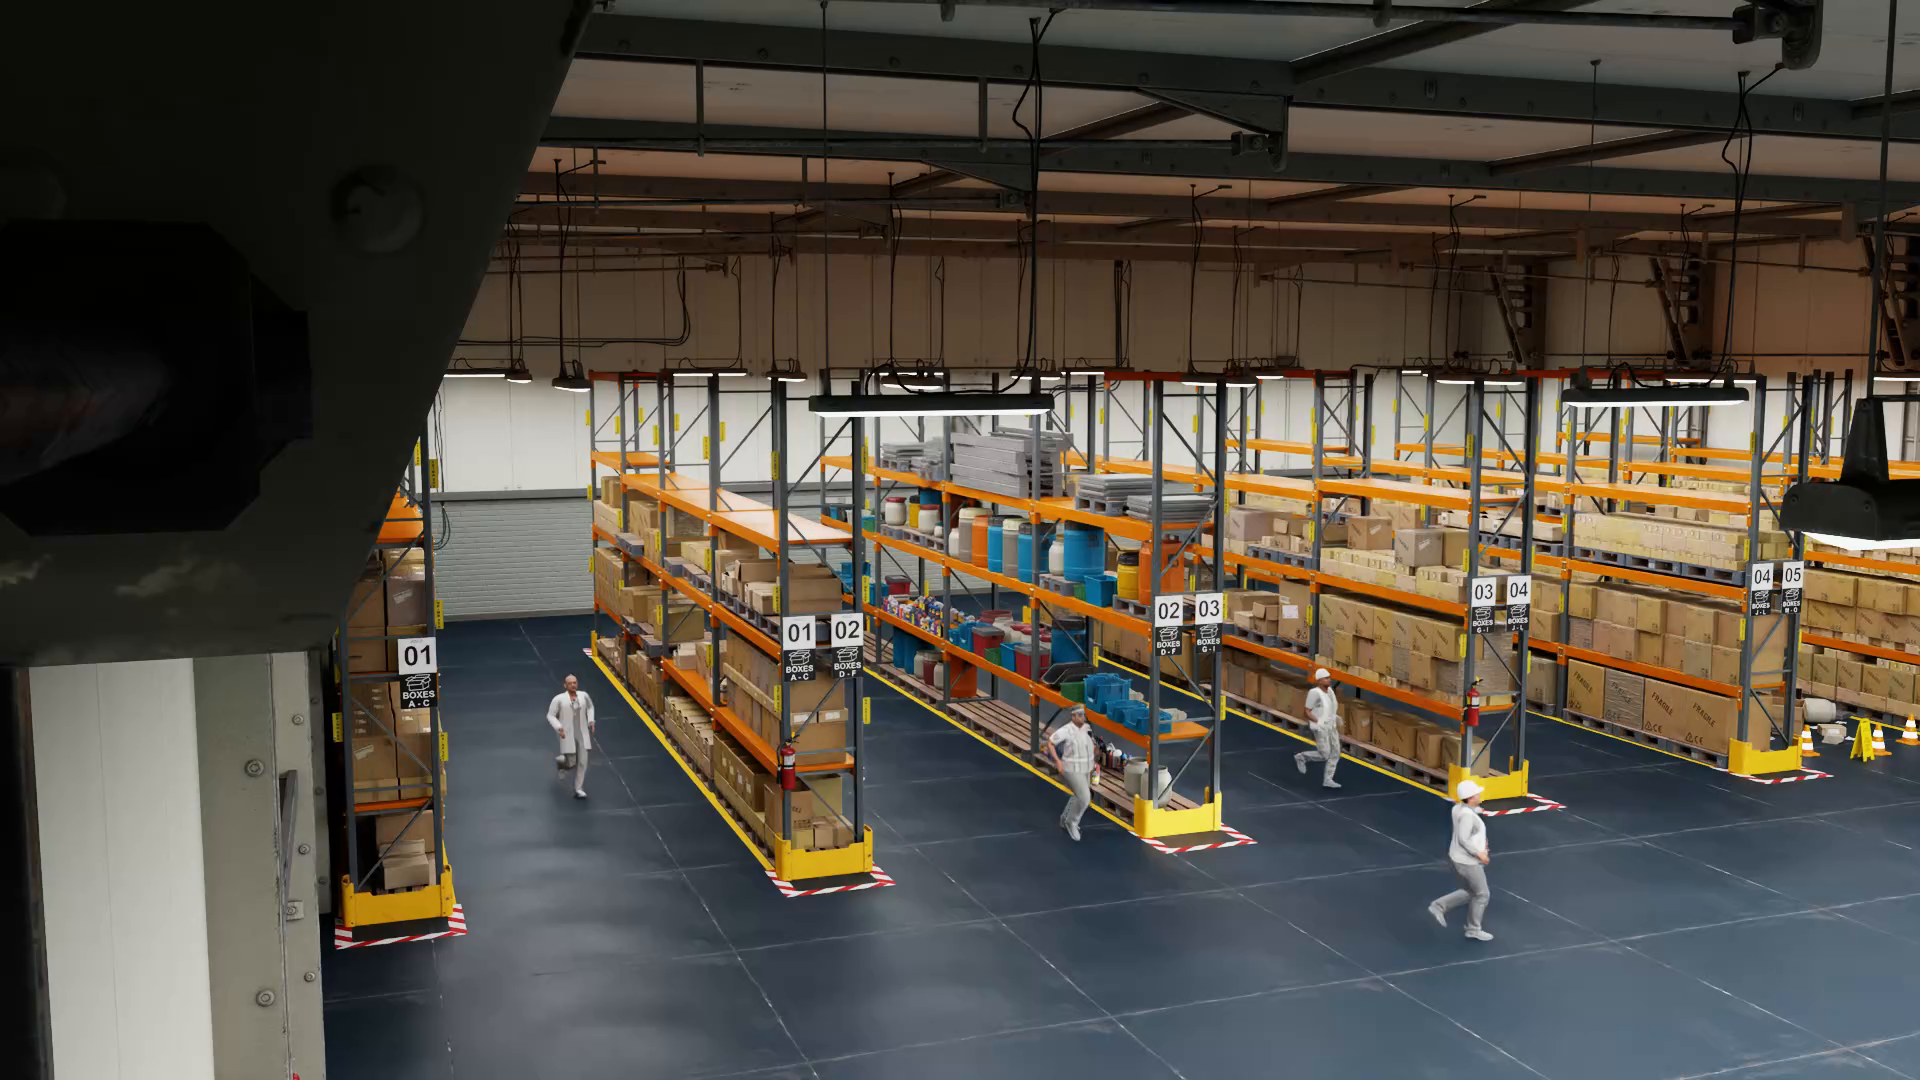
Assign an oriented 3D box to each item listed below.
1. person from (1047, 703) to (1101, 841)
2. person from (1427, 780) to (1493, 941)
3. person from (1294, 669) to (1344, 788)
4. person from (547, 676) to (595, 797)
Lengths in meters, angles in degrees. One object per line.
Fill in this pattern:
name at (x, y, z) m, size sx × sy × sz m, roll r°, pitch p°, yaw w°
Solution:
person at (1.554, 3.032, 21.787) m, size 0.726 × 1.814 × 0.633 m, roll 6°, pitch 9°, yaw 44°
person at (5.450, 3.463, 18.003) m, size 0.687 × 1.753 × 0.670 m, roll 1°, pitch 6°, yaw 5°
person at (5.306, 2.751, 24.421) m, size 0.746 × 1.751 × 0.692 m, roll 6°, pitch 9°, yaw 43°
person at (-5.555, 2.814, 23.946) m, size 0.725 × 1.738 × 0.829 m, roll -4°, pitch 8°, yaw -32°
